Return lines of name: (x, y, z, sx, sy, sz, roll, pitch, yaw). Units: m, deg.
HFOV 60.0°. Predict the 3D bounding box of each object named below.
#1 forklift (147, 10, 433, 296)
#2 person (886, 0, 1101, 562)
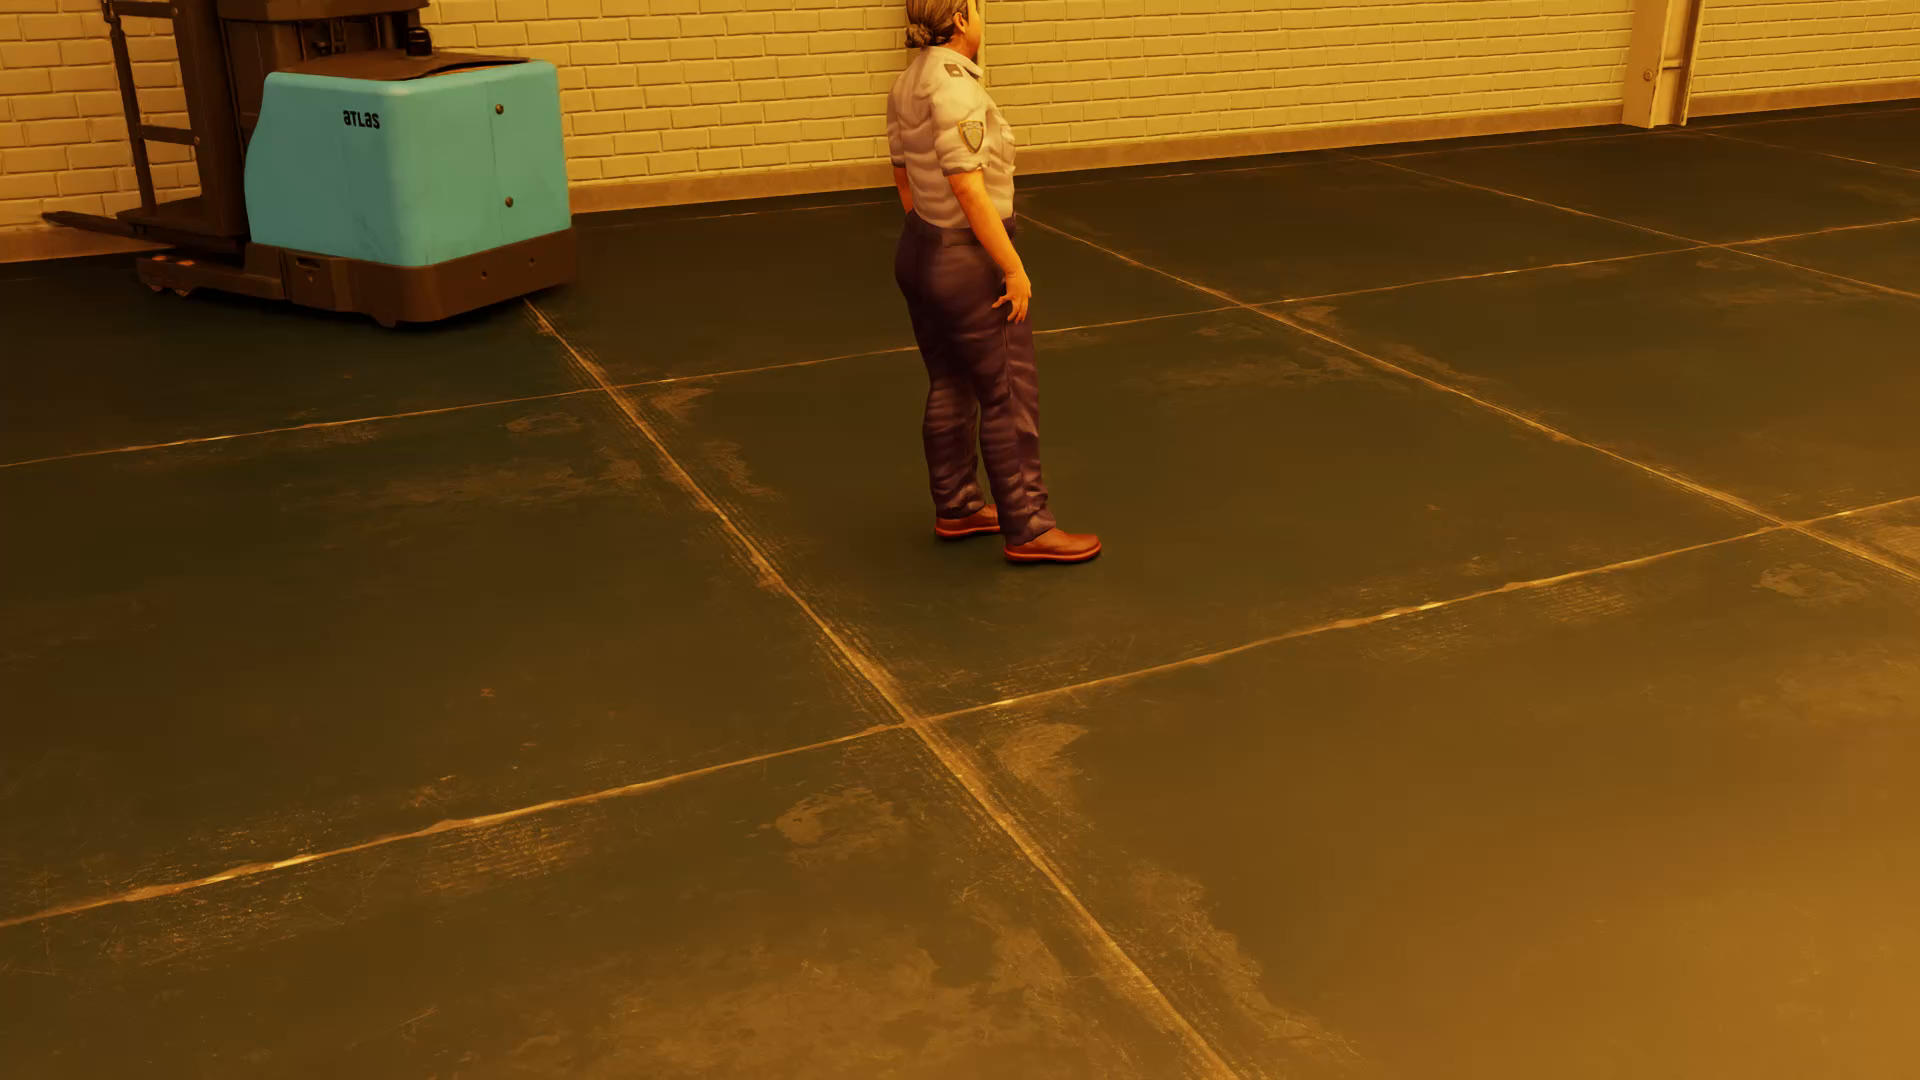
forklift: (-3.351, -2.676, 7.727, 3.031, 2.935, 1.121, 12, 26, 27)
person: (0.092, -0.774, 4.804, 0.502, 1.651, 0.598, -10, 25, -23)
